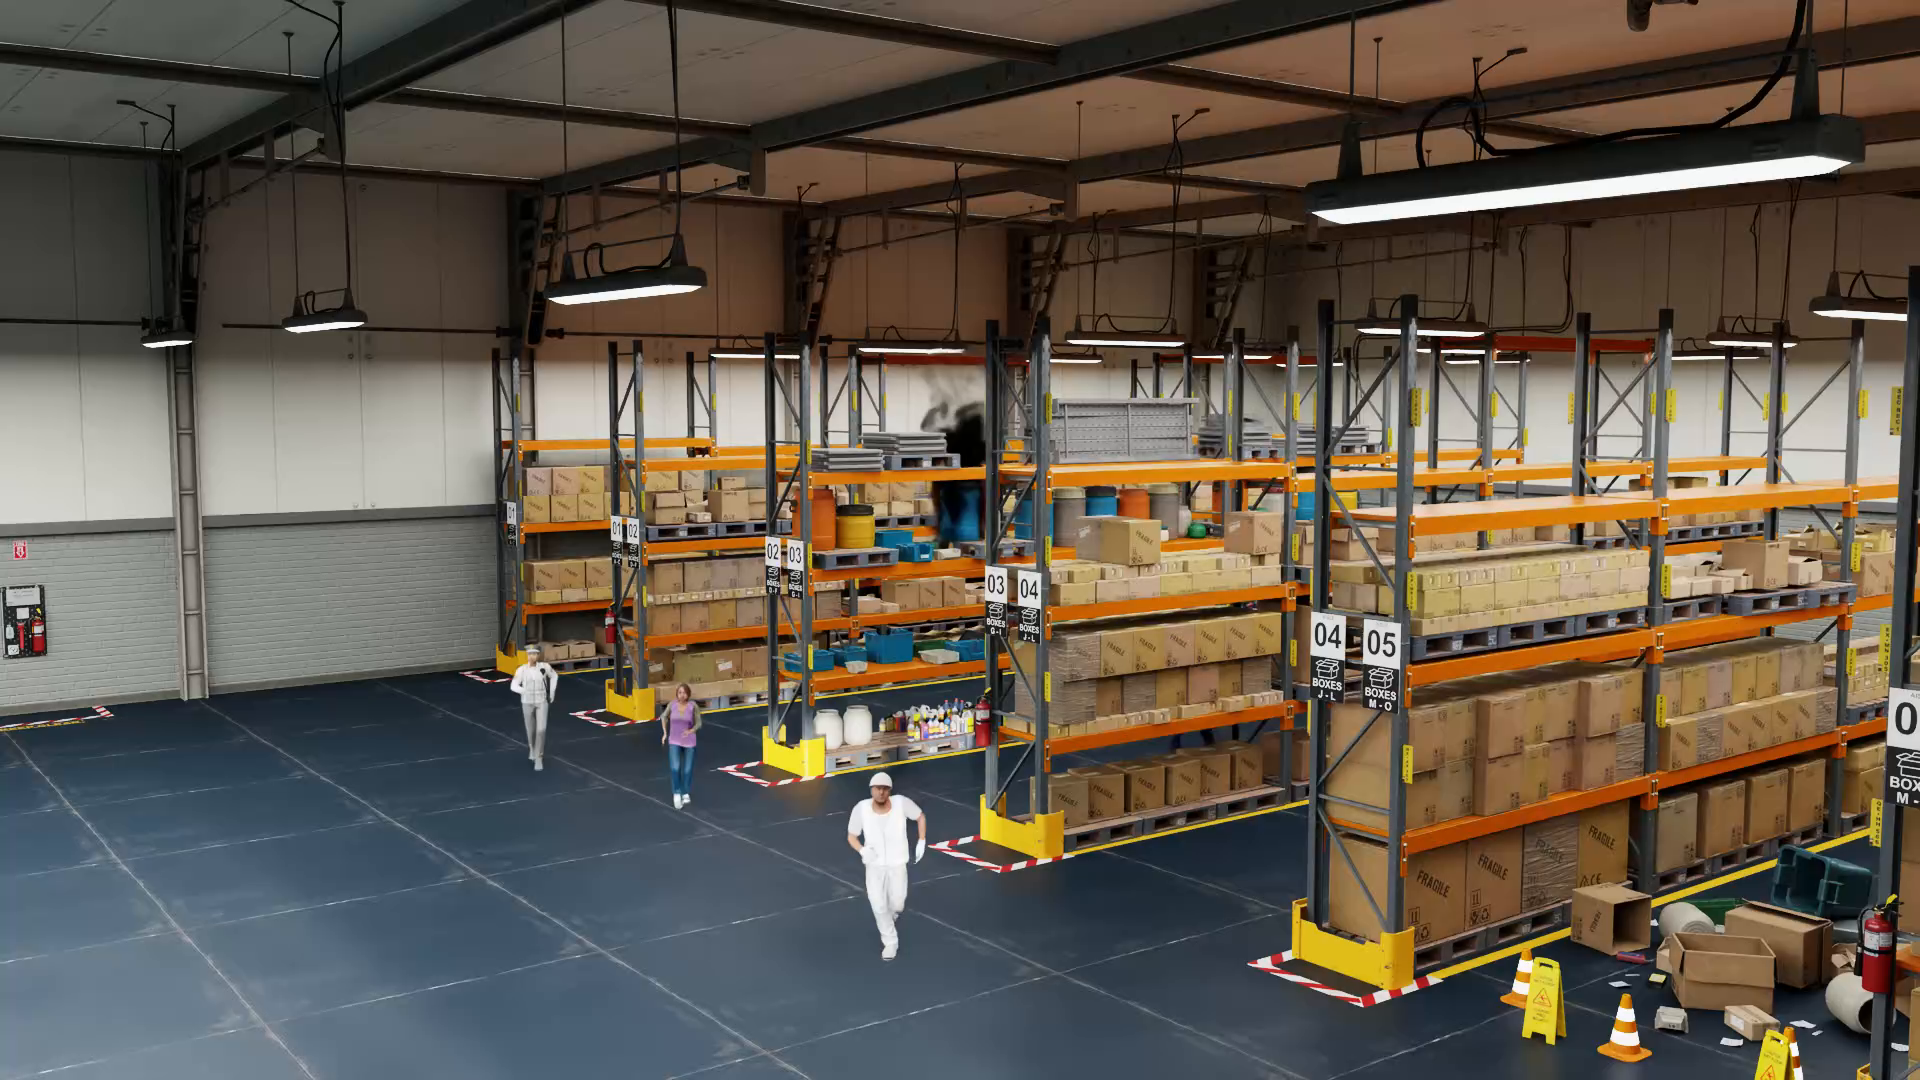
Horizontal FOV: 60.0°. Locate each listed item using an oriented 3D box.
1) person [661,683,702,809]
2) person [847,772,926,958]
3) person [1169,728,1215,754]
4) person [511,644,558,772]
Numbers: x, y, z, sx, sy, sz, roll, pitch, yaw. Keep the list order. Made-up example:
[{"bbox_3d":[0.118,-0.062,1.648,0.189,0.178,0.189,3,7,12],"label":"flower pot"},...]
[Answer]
[{"bbox_3d":[-3.455,2.553,20.657,0.500,1.579,0.731,-1,5,-9],"label":"person"},{"bbox_3d":[-0.670,2.976,15.291,0.730,1.726,0.686,0,5,-3],"label":"person"},{"bbox_3d":[3.256,2.250,23.591,0.937,1.651,0.599,-5,7,-43],"label":"person"},{"bbox_3d":[-5.906,2.298,23.086,0.616,1.743,0.827,-1,5,-9],"label":"person"}]
